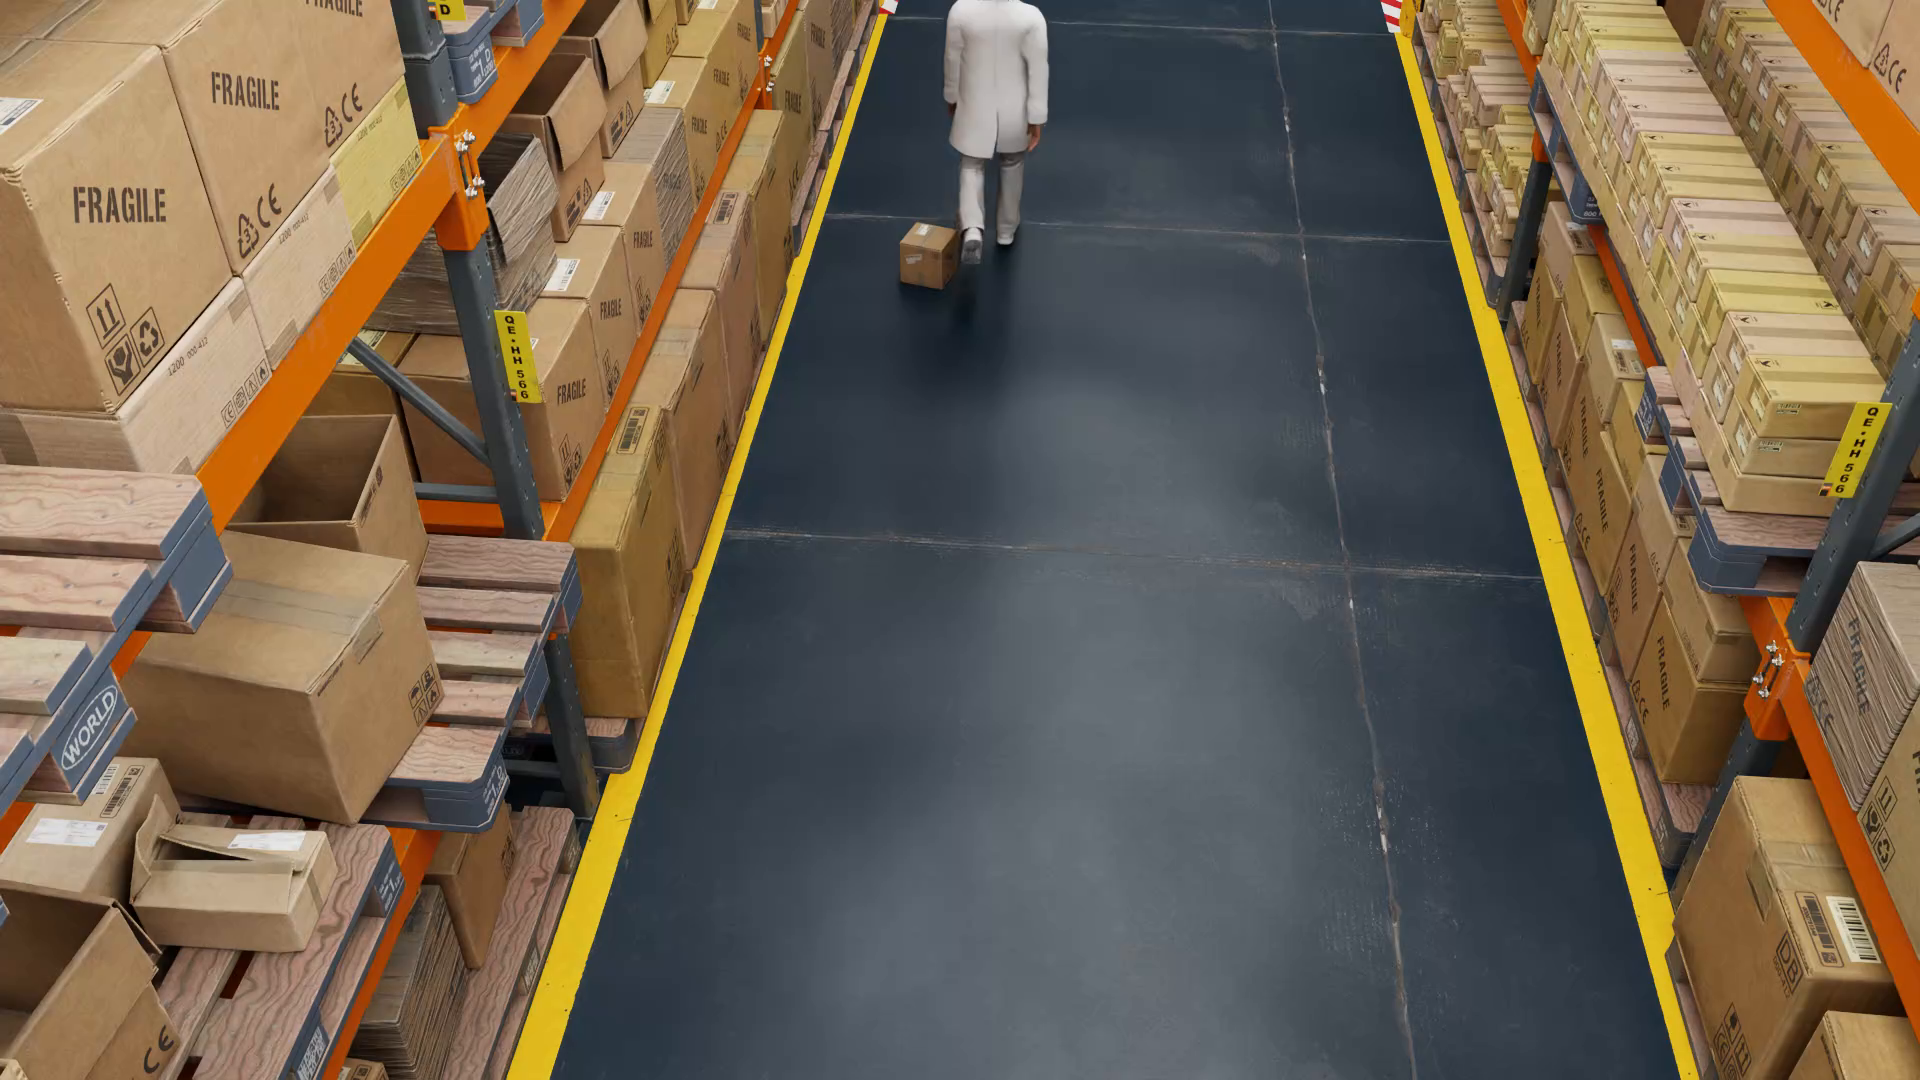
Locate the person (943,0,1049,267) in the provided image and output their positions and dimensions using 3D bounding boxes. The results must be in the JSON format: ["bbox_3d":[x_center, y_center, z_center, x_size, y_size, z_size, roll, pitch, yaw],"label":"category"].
[{"bbox_3d":[0.186,-2.316,8.955,0.574,1.748,0.909,2,40,2],"label":"person"}]
